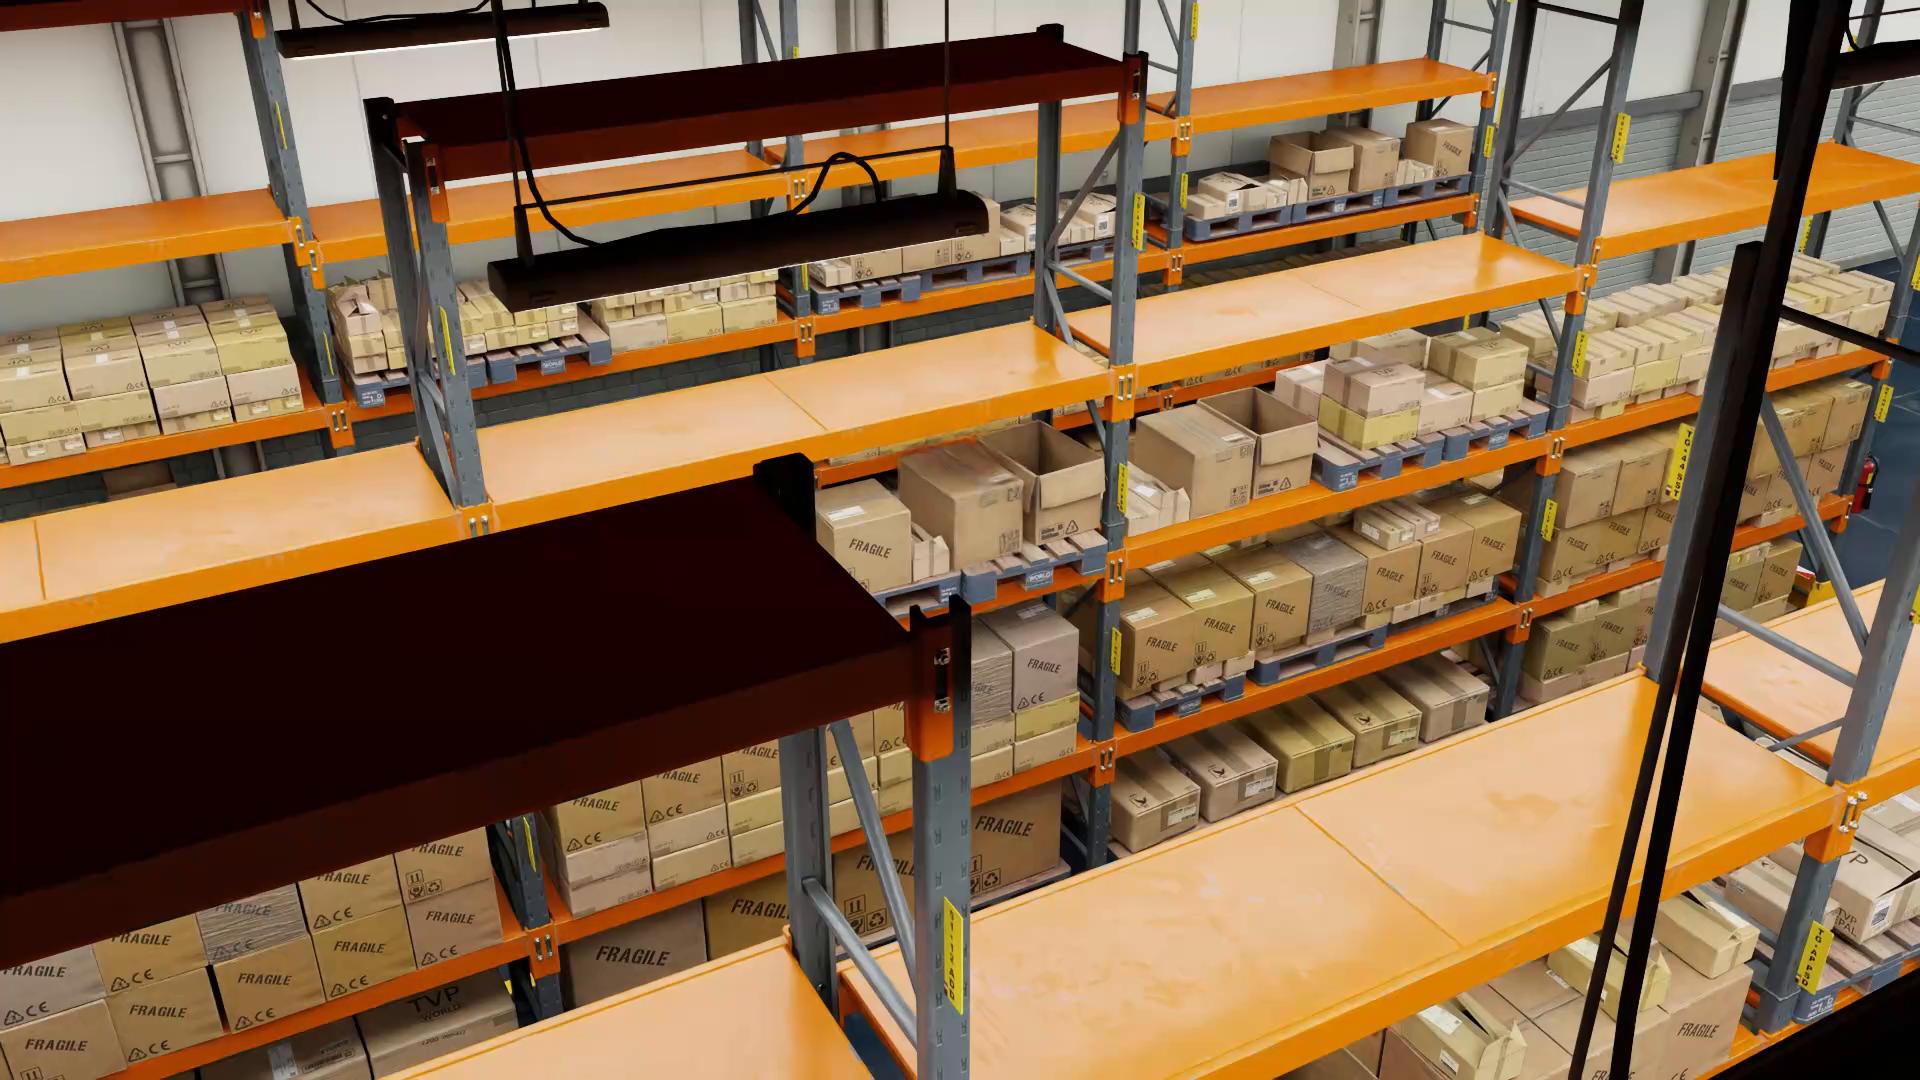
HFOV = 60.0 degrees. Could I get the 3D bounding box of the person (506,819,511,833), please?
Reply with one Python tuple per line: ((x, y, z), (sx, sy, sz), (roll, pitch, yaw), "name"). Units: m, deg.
((-3.729, 1.648, 11.998), (1.144, 1.724, 0.595), (-21, 34, -34), "person")
